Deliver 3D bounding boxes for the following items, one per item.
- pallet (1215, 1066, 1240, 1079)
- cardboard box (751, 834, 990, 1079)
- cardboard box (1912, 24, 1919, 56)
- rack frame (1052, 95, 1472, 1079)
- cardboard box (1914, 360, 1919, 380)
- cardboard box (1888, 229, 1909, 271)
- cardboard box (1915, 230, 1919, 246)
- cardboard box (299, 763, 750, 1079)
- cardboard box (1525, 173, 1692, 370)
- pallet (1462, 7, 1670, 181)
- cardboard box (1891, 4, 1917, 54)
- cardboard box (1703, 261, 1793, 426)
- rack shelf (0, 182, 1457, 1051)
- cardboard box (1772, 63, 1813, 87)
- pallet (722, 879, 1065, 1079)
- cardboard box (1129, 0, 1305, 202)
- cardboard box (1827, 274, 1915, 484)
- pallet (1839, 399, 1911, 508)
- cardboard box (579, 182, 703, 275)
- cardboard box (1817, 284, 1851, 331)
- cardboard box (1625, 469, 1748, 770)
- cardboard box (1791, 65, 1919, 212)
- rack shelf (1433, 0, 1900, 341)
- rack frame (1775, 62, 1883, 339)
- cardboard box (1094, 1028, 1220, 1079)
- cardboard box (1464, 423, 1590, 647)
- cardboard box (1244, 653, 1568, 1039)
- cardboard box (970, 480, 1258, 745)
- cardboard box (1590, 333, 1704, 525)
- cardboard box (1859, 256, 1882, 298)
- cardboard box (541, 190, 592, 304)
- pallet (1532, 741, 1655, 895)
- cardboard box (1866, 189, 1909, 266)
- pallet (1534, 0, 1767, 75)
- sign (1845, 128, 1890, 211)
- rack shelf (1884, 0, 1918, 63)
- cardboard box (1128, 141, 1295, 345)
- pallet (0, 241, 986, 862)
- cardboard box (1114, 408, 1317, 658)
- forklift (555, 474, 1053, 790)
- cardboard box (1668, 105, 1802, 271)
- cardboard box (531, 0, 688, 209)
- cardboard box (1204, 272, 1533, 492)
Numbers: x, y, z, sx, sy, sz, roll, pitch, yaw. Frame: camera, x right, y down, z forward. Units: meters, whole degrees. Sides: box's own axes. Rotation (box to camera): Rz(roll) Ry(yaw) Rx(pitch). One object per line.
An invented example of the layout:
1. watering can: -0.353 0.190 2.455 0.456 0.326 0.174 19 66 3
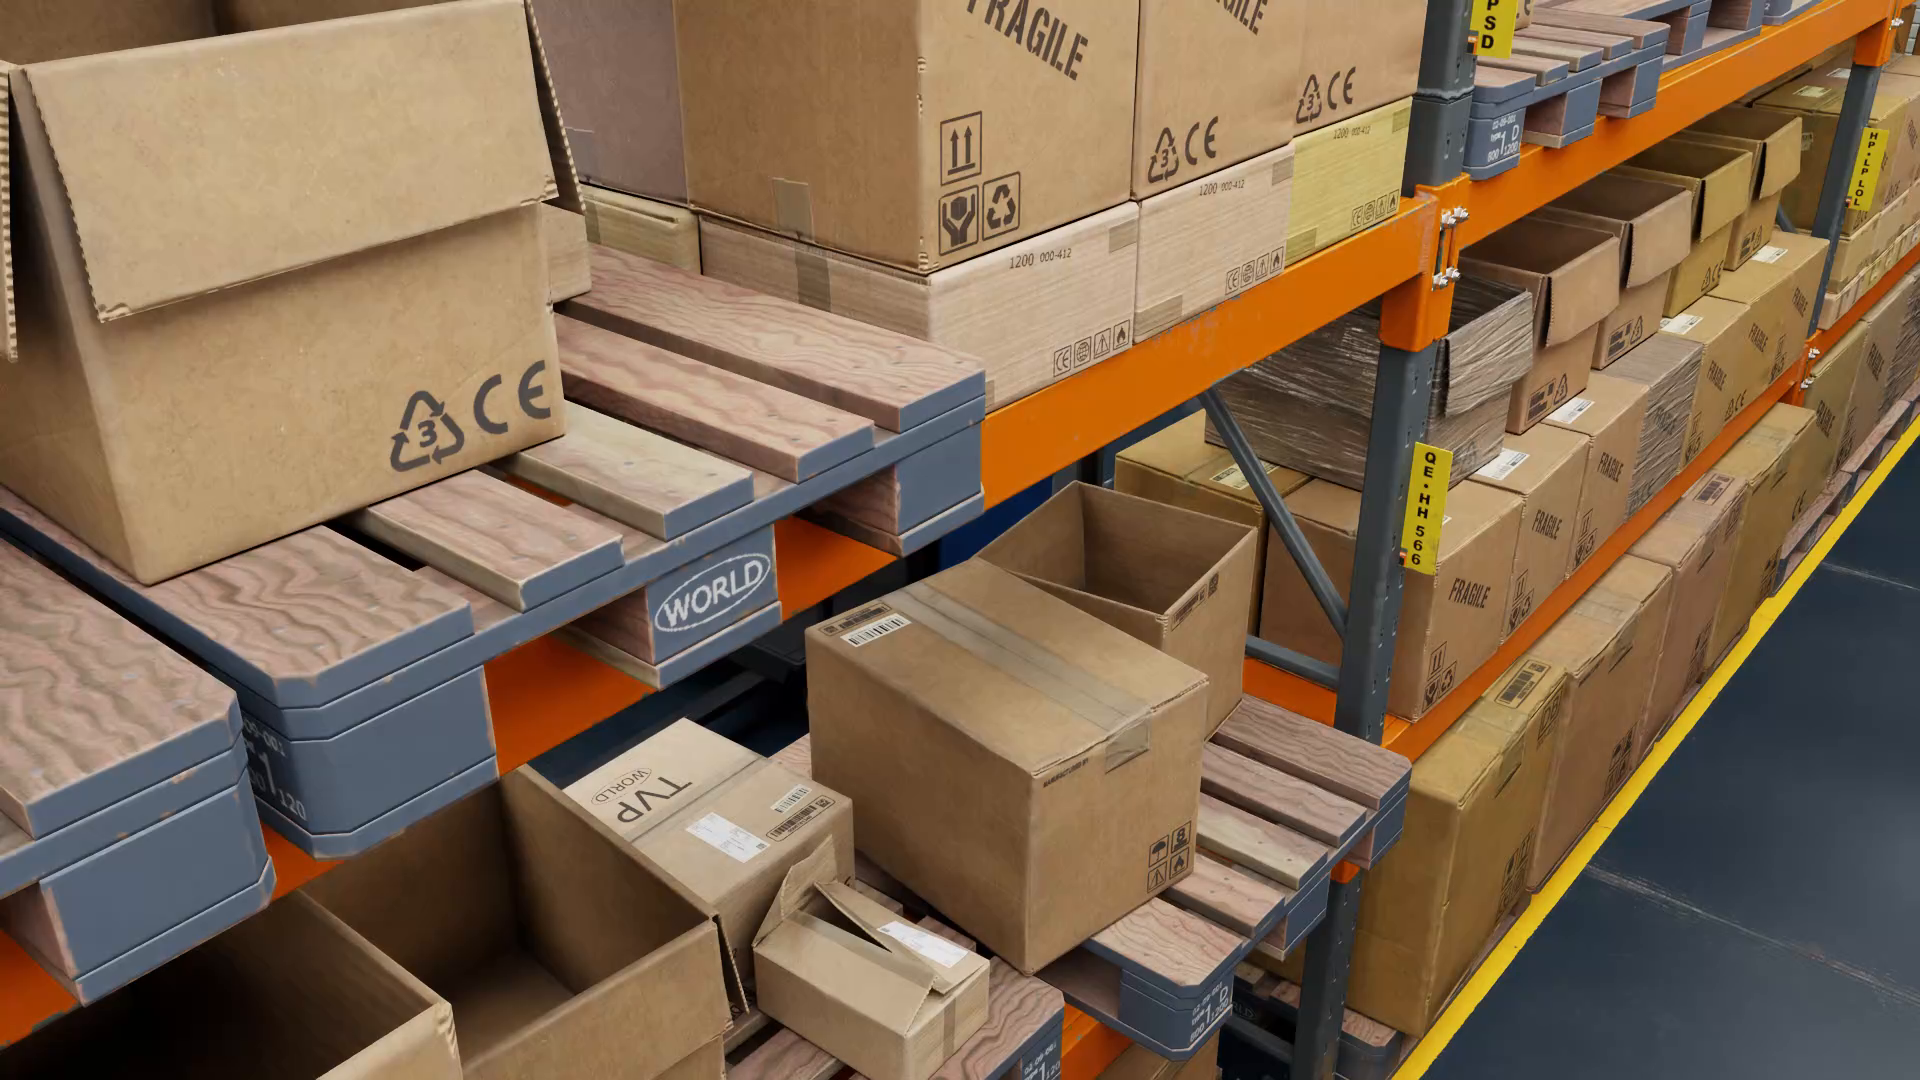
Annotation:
1. pallet: 0.179 1.767 4.605 1.003 0.211 1.213 21 34 34
2. cardboard box: -0.175 0.795 3.138 0.396 0.266 0.258 20 33 33
3. cardboard box: 5.659 -2.734 9.294 0.500 0.500 0.500 21 34 35
4. rack frame: 0.677 0.251 4.499 1.000 3.000 0.127 21 34 34
5. cardboard box: 5.420 -1.577 9.890 0.875 0.875 0.875 21 34 34
6. cardboard box: 4.329 -1.434 8.031 0.380 0.149 0.250 20 34 34
7. cardboard box: 4.657 -1.616 8.383 0.380 0.149 0.250 20 33 33
8. cardboard box: -0.836 0.796 2.878 0.637 0.503 0.797 -24 36 -39
9. cardboard box: 1.993 -0.963 5.646 0.797 0.503 0.637 22 35 36
10. pallet: 1.046 -1.241 4.325 1.213 0.211 1.003 23 35 37
11. cardboard box: 4.934 -2.715 9.257 0.500 0.500 0.500 20 33 33
12. cardboard box: 2.815 -0.792 6.408 0.500 0.500 0.500 22 35 36
13. rack shelf: -0.595 -0.052 2.605 1.077 0.370 4.000 21 34 34
14. cardboard box: 3.629 -1.983 7.842 0.500 0.500 0.500 21 34 35
15. pallet: -0.550 1.051 3.164 1.003 0.211 1.213 21 34 34
16. cardboard box: 0.249 -0.920 2.846 0.500 0.500 0.500 21 34 34
17. cardboard box: 4.276 -0.939 8.656 0.875 0.875 0.875 21 34 34
18. pallet: 4.541 -0.609 9.198 1.003 0.211 1.213 21 34 34
19. cardboard box: -0.465 -0.555 2.957 0.500 0.250 0.500 22 34 35
20. cardboard box: 3.666 -1.063 7.313 0.380 0.149 0.250 21 34 35
21. cardboard box: 2.262 0.140 6.570 1.225 0.875 0.875 19 33 33
22. cardboard box: 4.043 -1.833 7.551 0.500 0.500 0.500 21 34 34
23. rack shelf: 1.949 -1.470 5.346 1.077 0.370 4.000 21 34 34
24. rack frame: 3.222 -1.167 7.241 1.000 3.000 0.127 21 34 34
25. cardboard box: 0.267 1.410 4.502 0.700 0.500 0.500 19 33 32
26. cardboard box: 1.523 -0.069 5.010 0.500 0.500 0.500 20 33 33
27. cardboard box: 1.132 0.770 5.352 1.225 0.875 0.875 19 33 32
28. cardboard box: 0.365 0.224 3.987 0.500 0.500 0.500 16 31 28
29. cardboard box: 2.165 -0.429 5.705 0.500 0.500 0.500 21 34 35
30. cardboard box: 4.000 -1.250 7.674 0.380 0.149 0.250 22 35 36
31. cardboard box: -0.752 -0.439 2.367 0.380 0.166 0.250 20 33 33
32. pallet: 2.013 0.802 6.470 1.003 0.211 1.213 21 34 34
33. cardboard box: 4.043 -1.497 7.719 0.500 0.250 0.500 21 34 34
34. pallet: 1.755 -1.638 5.093 1.003 0.211 1.213 23 35 37
35. sign: 3.646 -1.491 6.693 0.100 0.325 0.005 21 34 34
36. rack shelf: 4.494 -2.889 8.088 1.077 0.370 4.000 21 34 34
37. cardboard box: 0.259 -0.594 3.032 0.500 0.250 0.500 21 34 34
38. pallet: -0.735 -0.136 2.187 1.213 0.211 1.003 21 34 34
39. cardboard box: 0.800 -0.040 4.955 0.500 0.500 0.500 22 35 36
40. forklift: -0.763 -0.816 6.638 1.130 2.935 3.031 20 33 33
41. cardboard box: 2.822 -1.428 6.545 0.797 0.503 0.637 20 33 33
42. cardboard box: -0.460 -0.897 2.801 0.500 0.500 0.500 20 33 33
43. cardboard box: 1.155 -0.493 4.738 0.797 0.503 0.637 22 35 36
